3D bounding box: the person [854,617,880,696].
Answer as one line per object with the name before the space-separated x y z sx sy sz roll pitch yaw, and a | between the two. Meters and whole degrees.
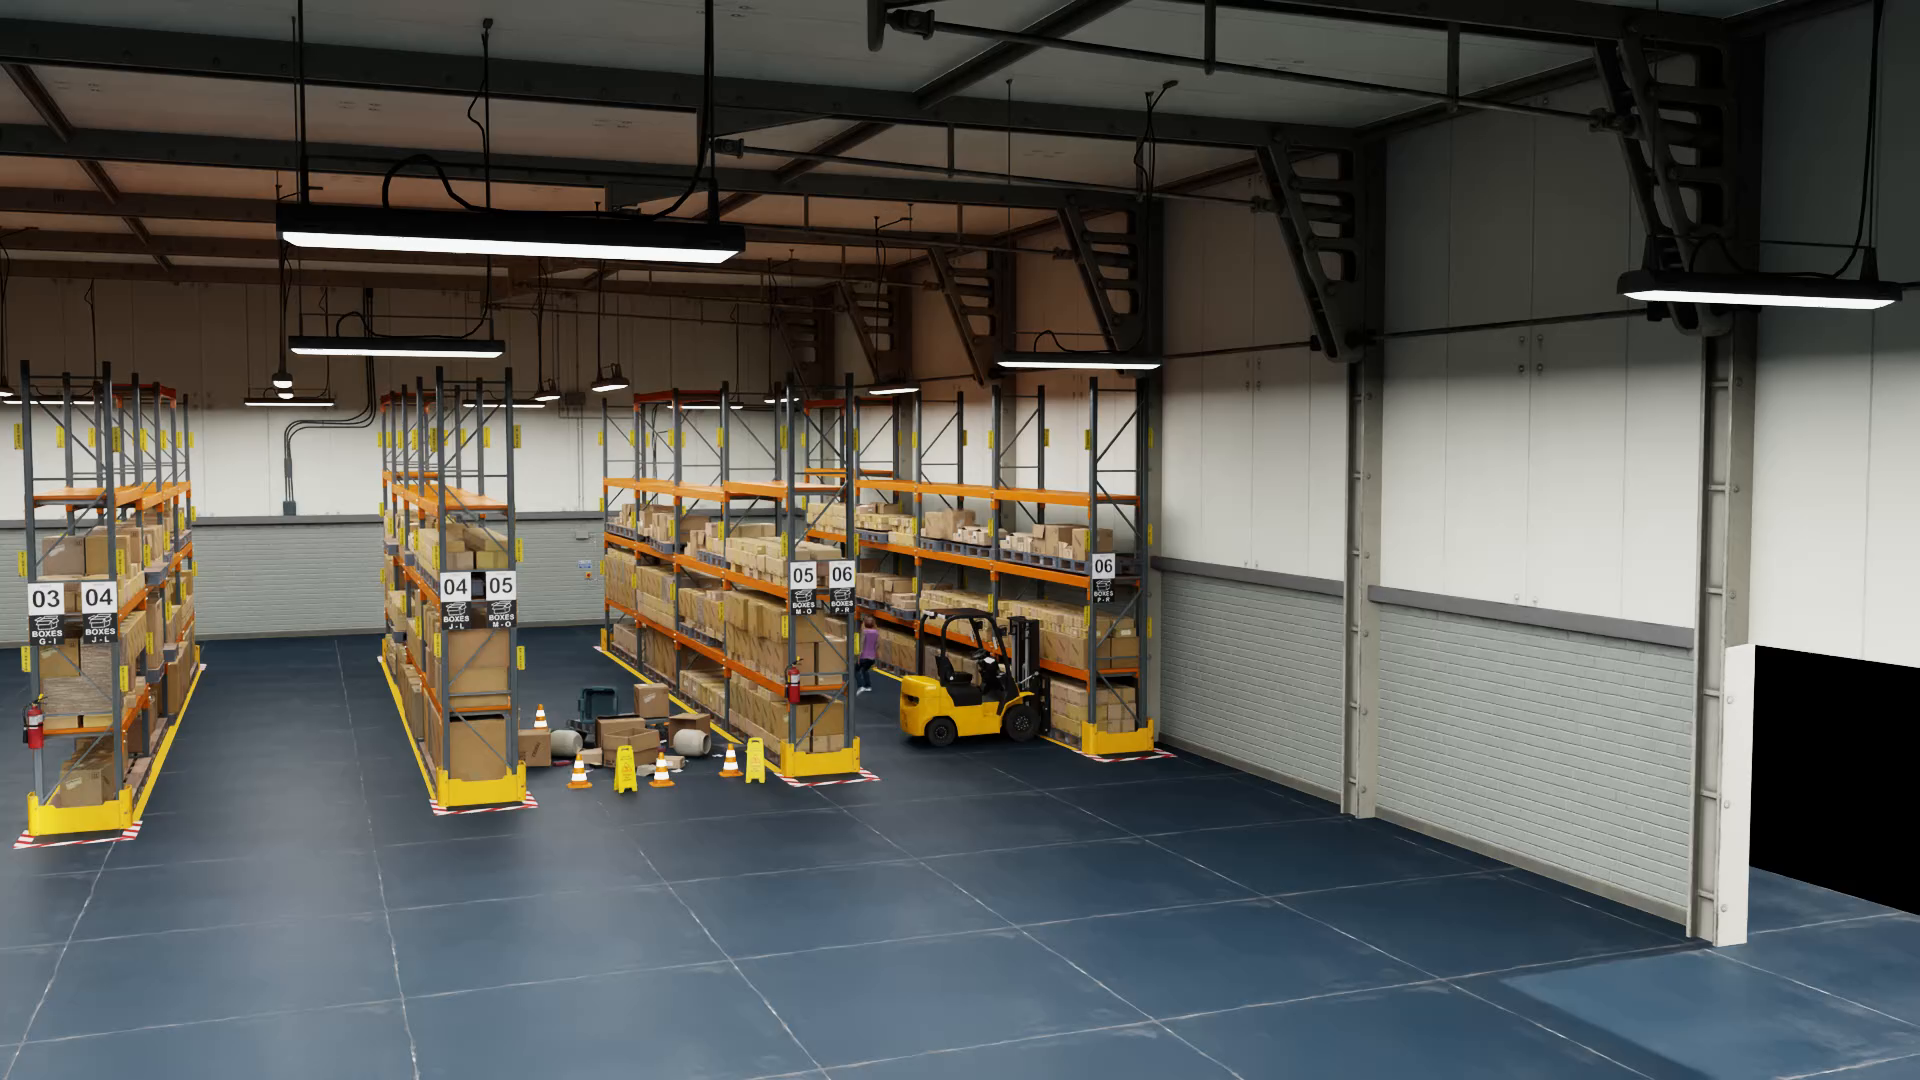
person | -1.770 2.180 31.273 0.499 1.479 0.451 -1 4 -22
